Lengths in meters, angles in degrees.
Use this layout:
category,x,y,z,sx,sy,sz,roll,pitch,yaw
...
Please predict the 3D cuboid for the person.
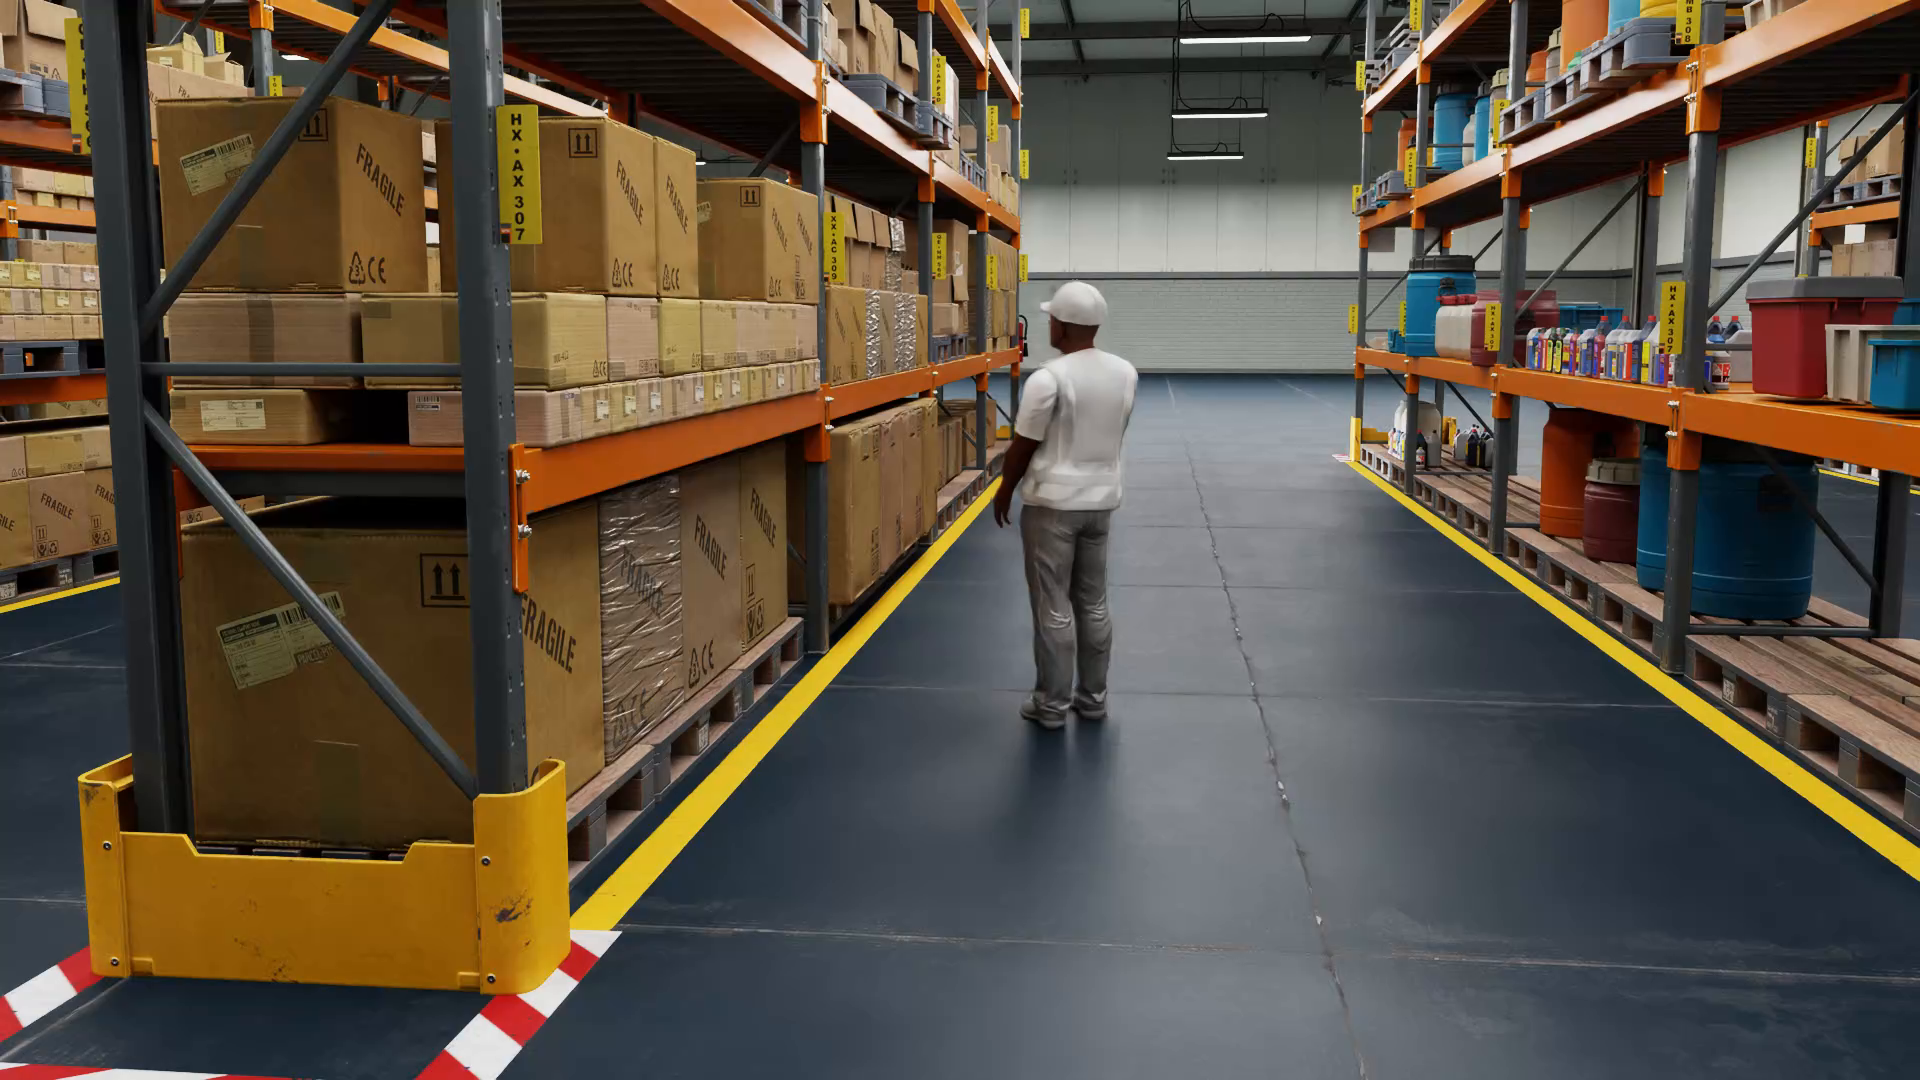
category,x,y,z,sx,sy,sz,roll,pitch,yaw
person,0.418,-0.140,6.684,0.597,1.775,0.509,-6,10,-38
